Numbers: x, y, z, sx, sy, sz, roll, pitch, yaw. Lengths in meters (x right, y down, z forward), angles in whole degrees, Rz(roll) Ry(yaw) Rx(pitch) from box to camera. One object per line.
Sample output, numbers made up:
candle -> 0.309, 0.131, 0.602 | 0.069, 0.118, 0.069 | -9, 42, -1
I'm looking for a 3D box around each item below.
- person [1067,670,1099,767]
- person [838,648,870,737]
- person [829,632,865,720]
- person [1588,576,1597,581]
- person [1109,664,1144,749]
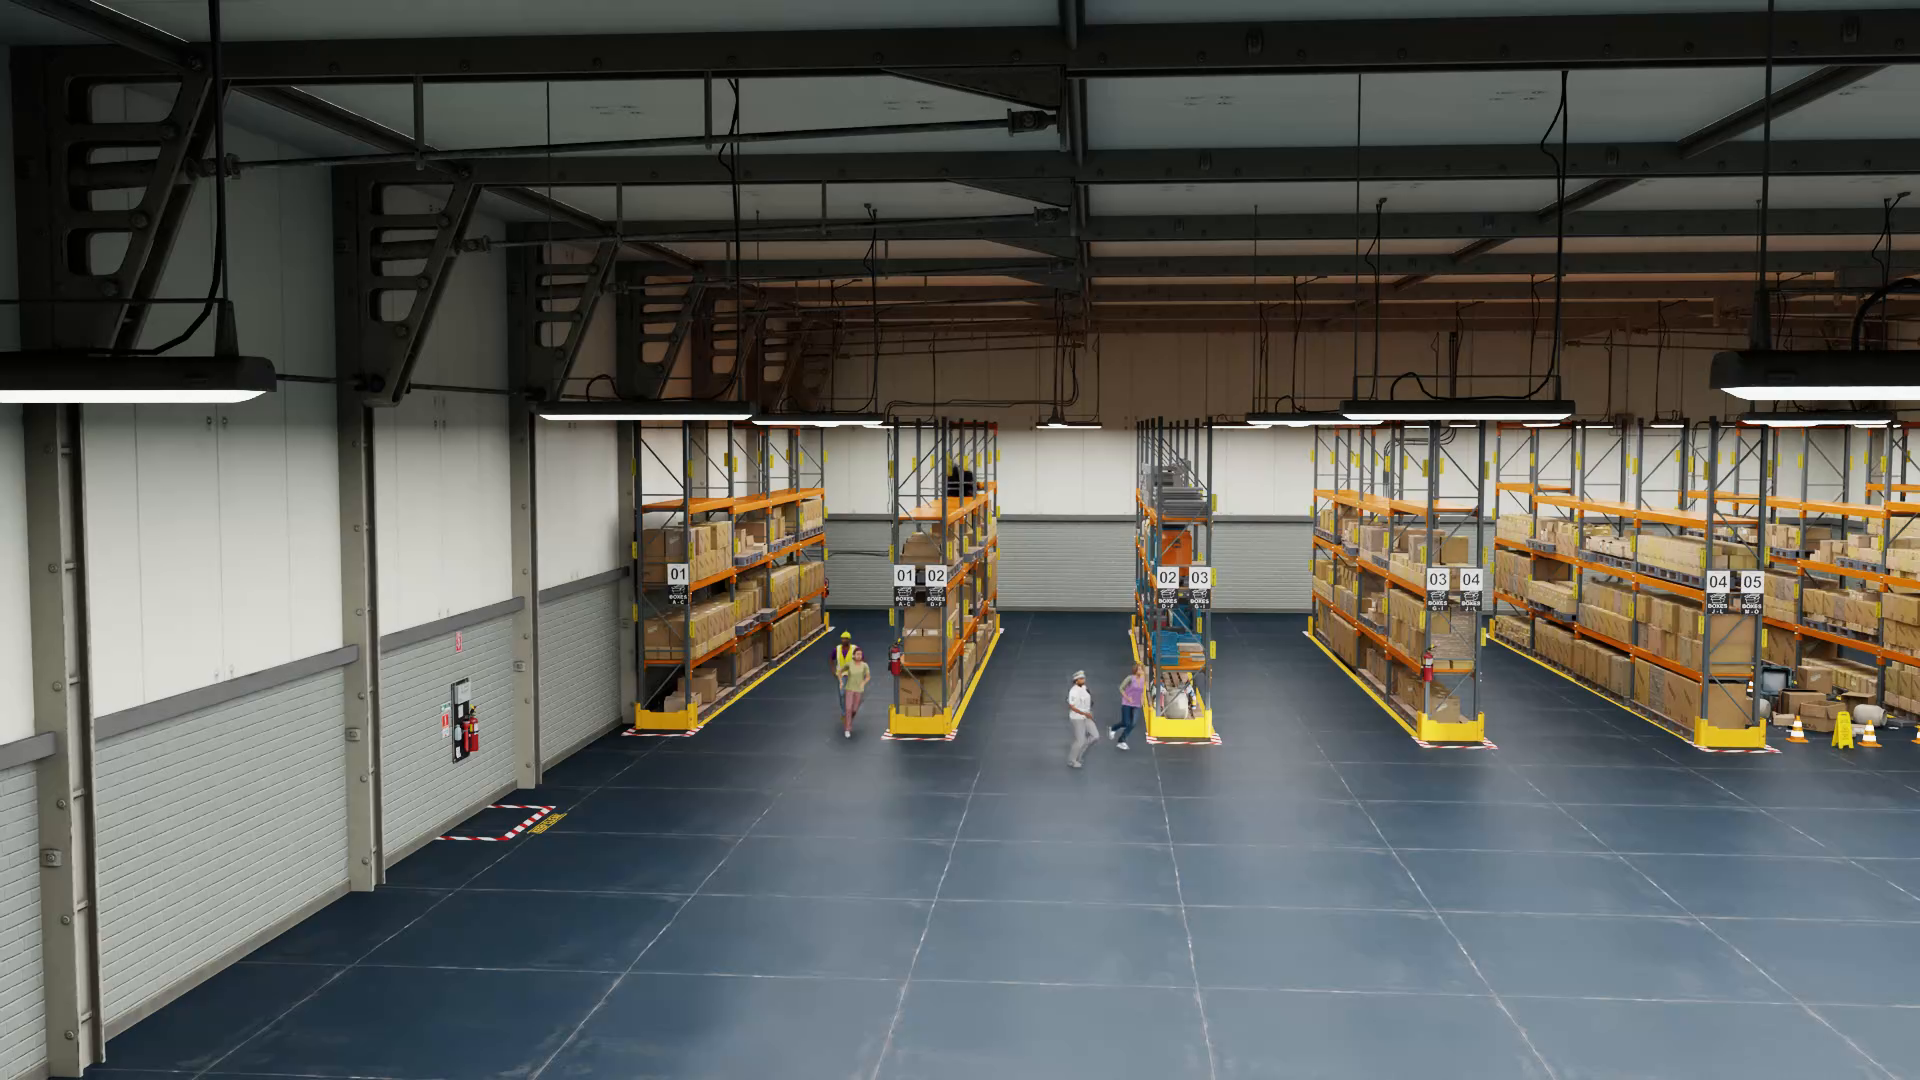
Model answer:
person -> 2.089, 3.040, 28.380 | 0.552, 1.661, 0.590 | 3, 5, 36
person -> -1.998, 2.864, 31.516 | 0.613, 1.651, 0.792 | -1, 4, -10
person -> -2.263, 2.690, 33.259 | 0.719, 1.736, 0.756 | 0, 4, 1
person -> 17.962, 1.816, 47.404 | 0.536, 1.609, 0.549 | 0, 4, 3
person -> 3.087, 3.005, 30.263 | 0.592, 1.499, 0.621 | -2, 4, -27
